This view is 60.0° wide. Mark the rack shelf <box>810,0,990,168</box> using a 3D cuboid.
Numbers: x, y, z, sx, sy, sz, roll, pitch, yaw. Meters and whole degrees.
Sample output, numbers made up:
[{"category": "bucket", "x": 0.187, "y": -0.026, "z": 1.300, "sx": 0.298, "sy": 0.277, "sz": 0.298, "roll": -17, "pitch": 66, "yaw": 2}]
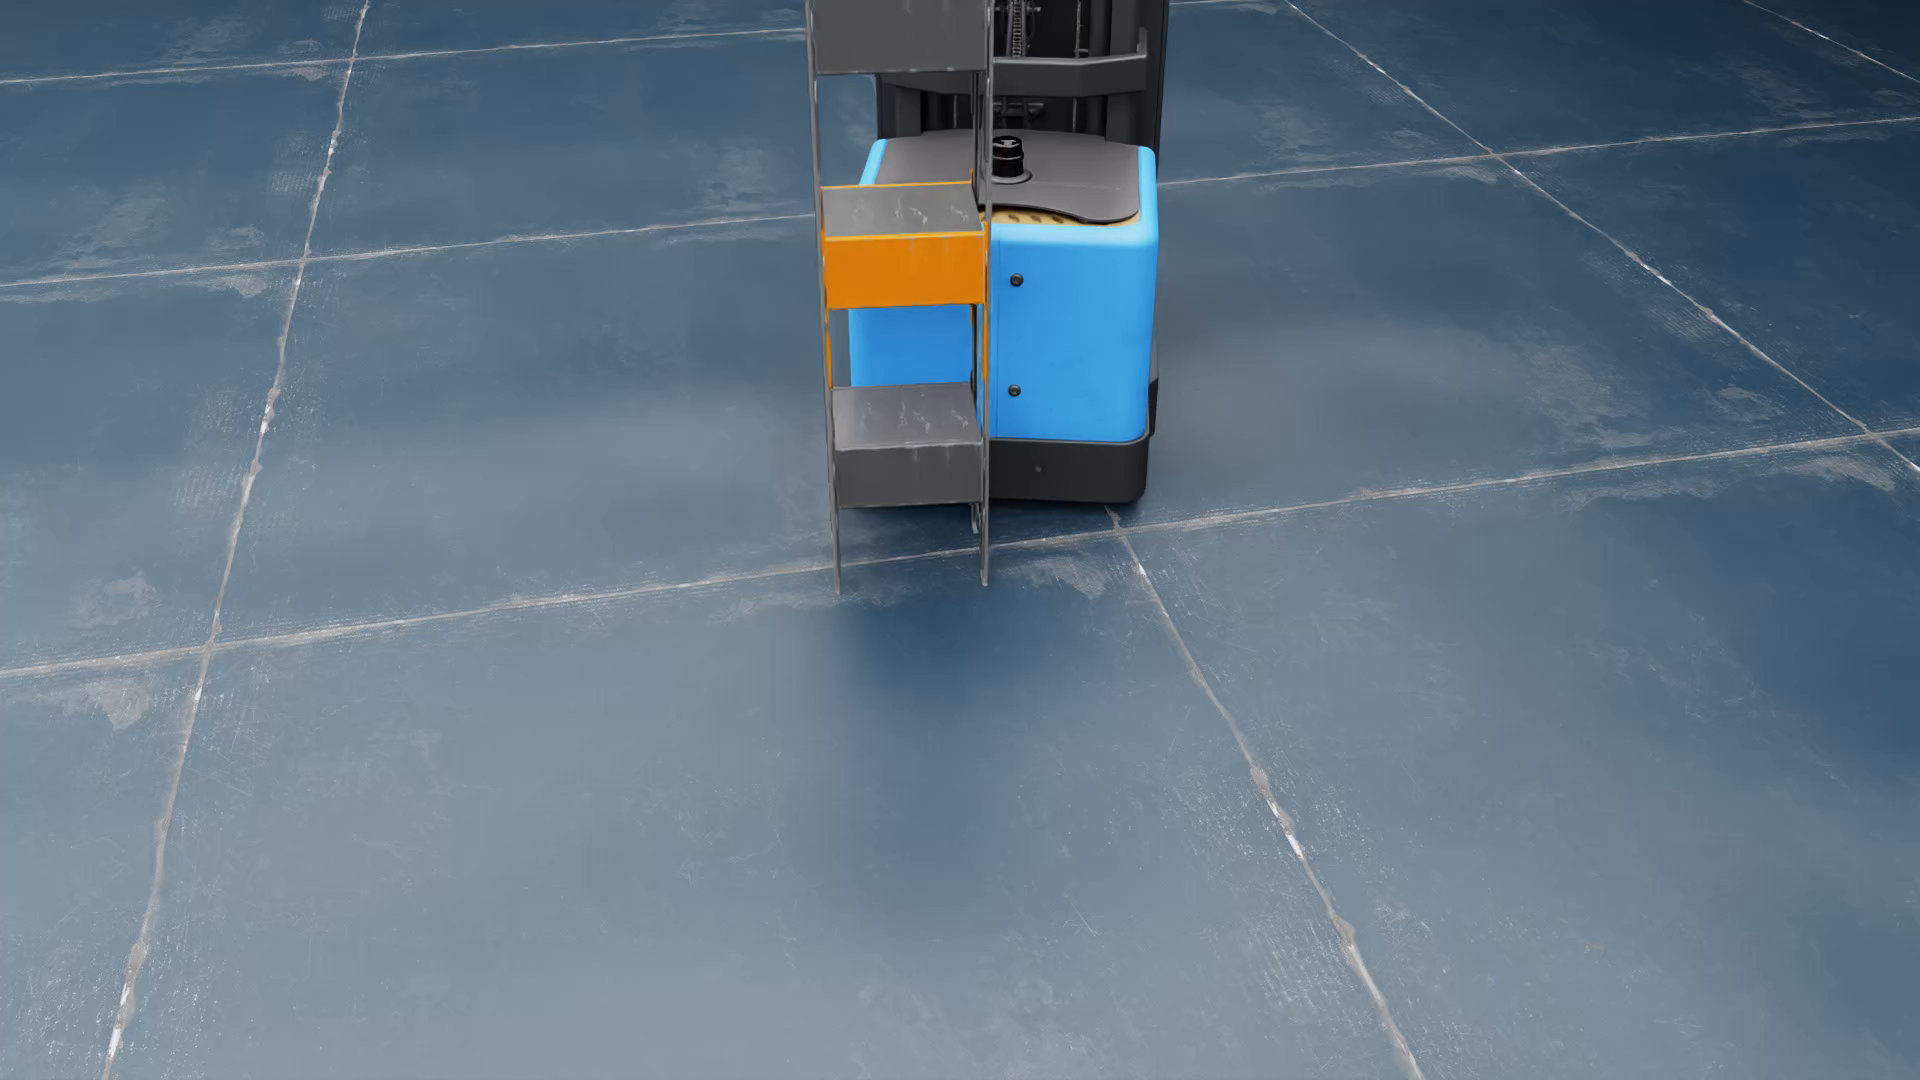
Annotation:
[{"category": "rack shelf", "x": -0.177, "y": -1.382, "z": 4.693, "sx": 0.480, "sy": 0.518, "sz": 0.431, "roll": -3, "pitch": 34, "yaw": -4}]

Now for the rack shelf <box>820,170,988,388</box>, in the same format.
[{"category": "rack shelf", "x": -0.177, "y": -0.801, "z": 5.083, "sx": 0.480, "sy": 0.518, "sz": 0.431, "roll": -3, "pitch": 34, "yaw": -4}]

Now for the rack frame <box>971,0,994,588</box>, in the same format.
[{"category": "rack frame", "x": 0.066, "y": -0.825, "z": 5.094, "sx": 0.015, "sy": 2.100, "sz": 0.400, "roll": -3, "pitch": 34, "yaw": -4}]

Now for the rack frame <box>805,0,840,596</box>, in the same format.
[{"category": "rack frame", "x": -0.420, "y": -0.799, "z": 5.057, "sx": 0.015, "sy": 2.100, "sz": 0.400, "roll": -3, "pitch": 34, "yaw": -4}]

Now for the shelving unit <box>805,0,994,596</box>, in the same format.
[{"category": "shelving unit", "x": -0.177, "y": -0.812, "z": 5.076, "sx": 0.503, "sy": 2.100, "sz": 0.431, "roll": -3, "pitch": 34, "yaw": -4}]

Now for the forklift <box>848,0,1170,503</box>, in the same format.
[{"category": "forklift", "x": 0.245, "y": -2.144, "z": 6.315, "sx": 1.130, "sy": 2.935, "sz": 3.031, "roll": 3, "pitch": 34, "yaw": 4}]

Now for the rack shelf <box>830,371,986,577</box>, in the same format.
[{"category": "rack shelf", "x": -0.177, "y": -0.219, "z": 5.473, "sx": 0.480, "sy": 0.518, "sz": 0.431, "roll": -3, "pitch": 34, "yaw": -4}]
